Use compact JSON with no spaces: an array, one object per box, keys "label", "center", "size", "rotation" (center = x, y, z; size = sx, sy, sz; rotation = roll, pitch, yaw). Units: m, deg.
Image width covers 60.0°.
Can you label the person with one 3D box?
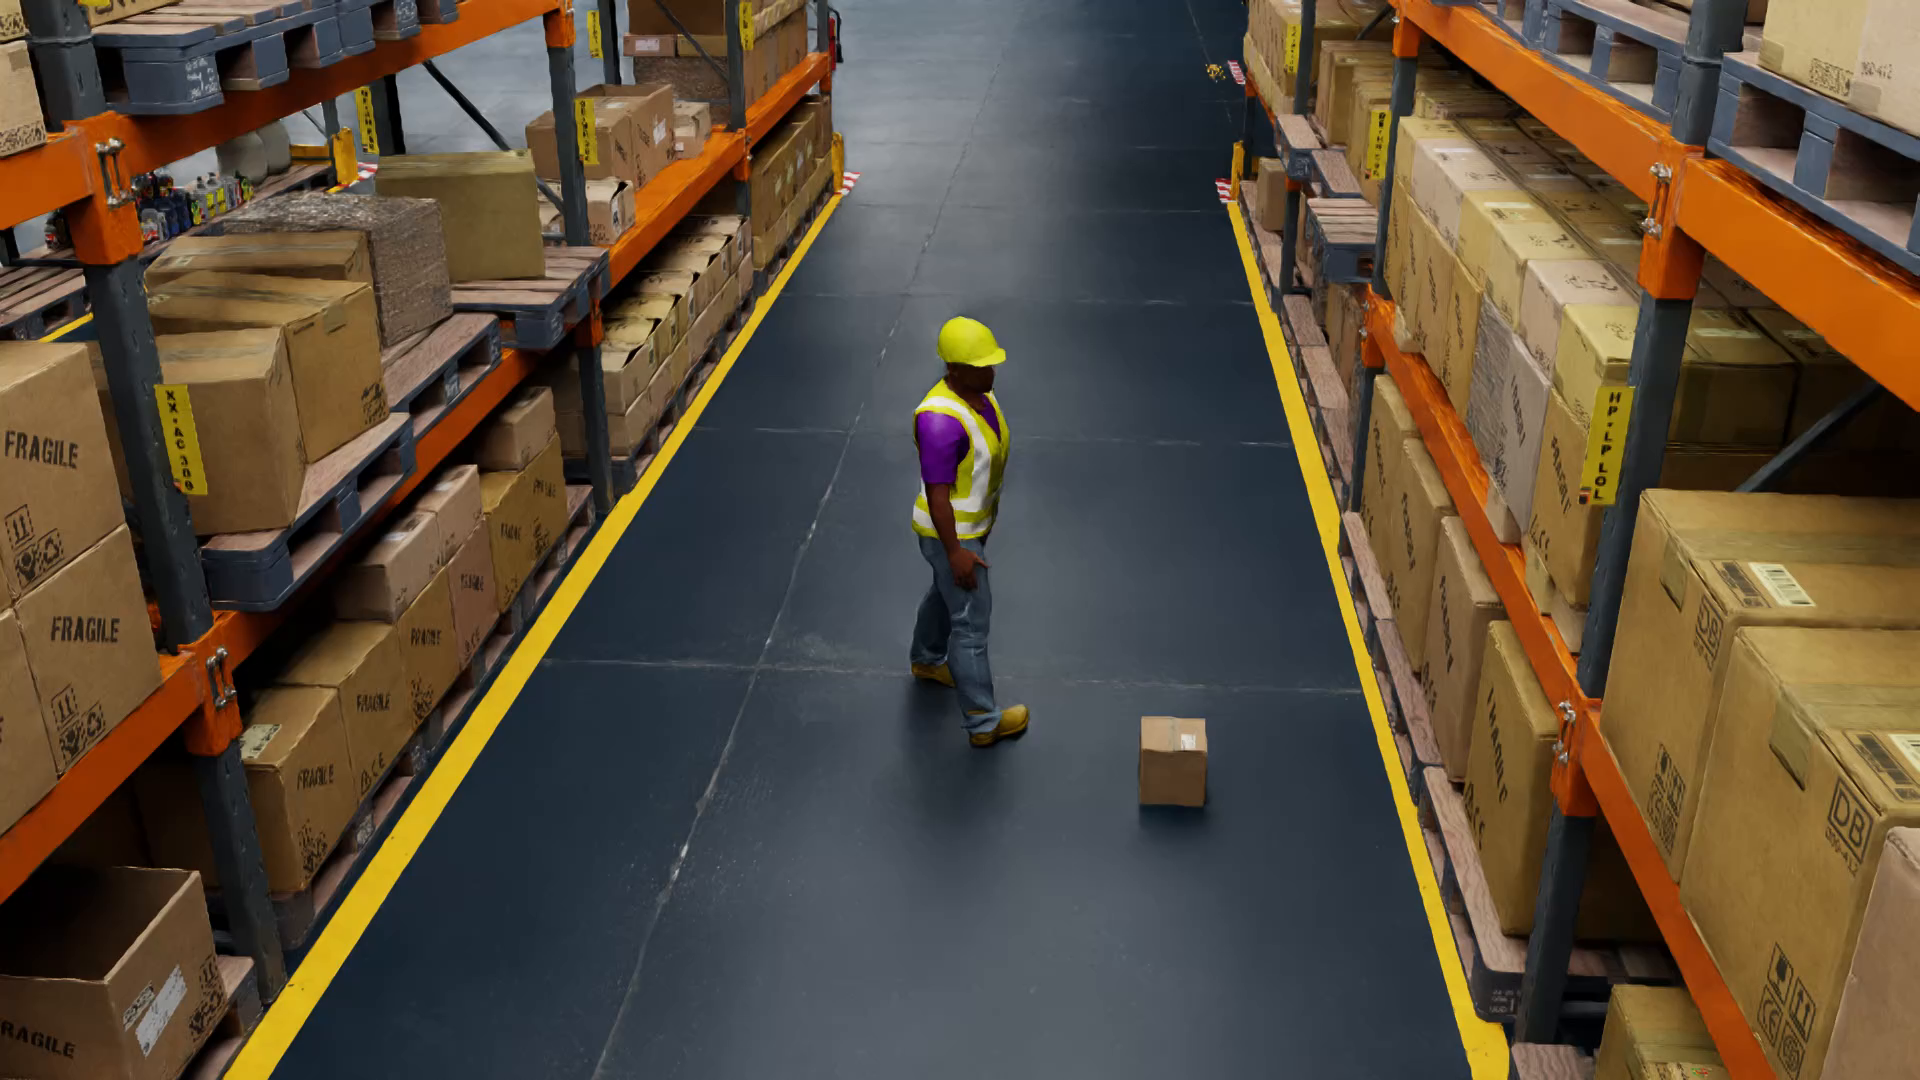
[{"label":"person","center":[0.014,-0.068,6.735],"size":[0.598,1.762,0.635],"rotation":[6,25,13]}]
